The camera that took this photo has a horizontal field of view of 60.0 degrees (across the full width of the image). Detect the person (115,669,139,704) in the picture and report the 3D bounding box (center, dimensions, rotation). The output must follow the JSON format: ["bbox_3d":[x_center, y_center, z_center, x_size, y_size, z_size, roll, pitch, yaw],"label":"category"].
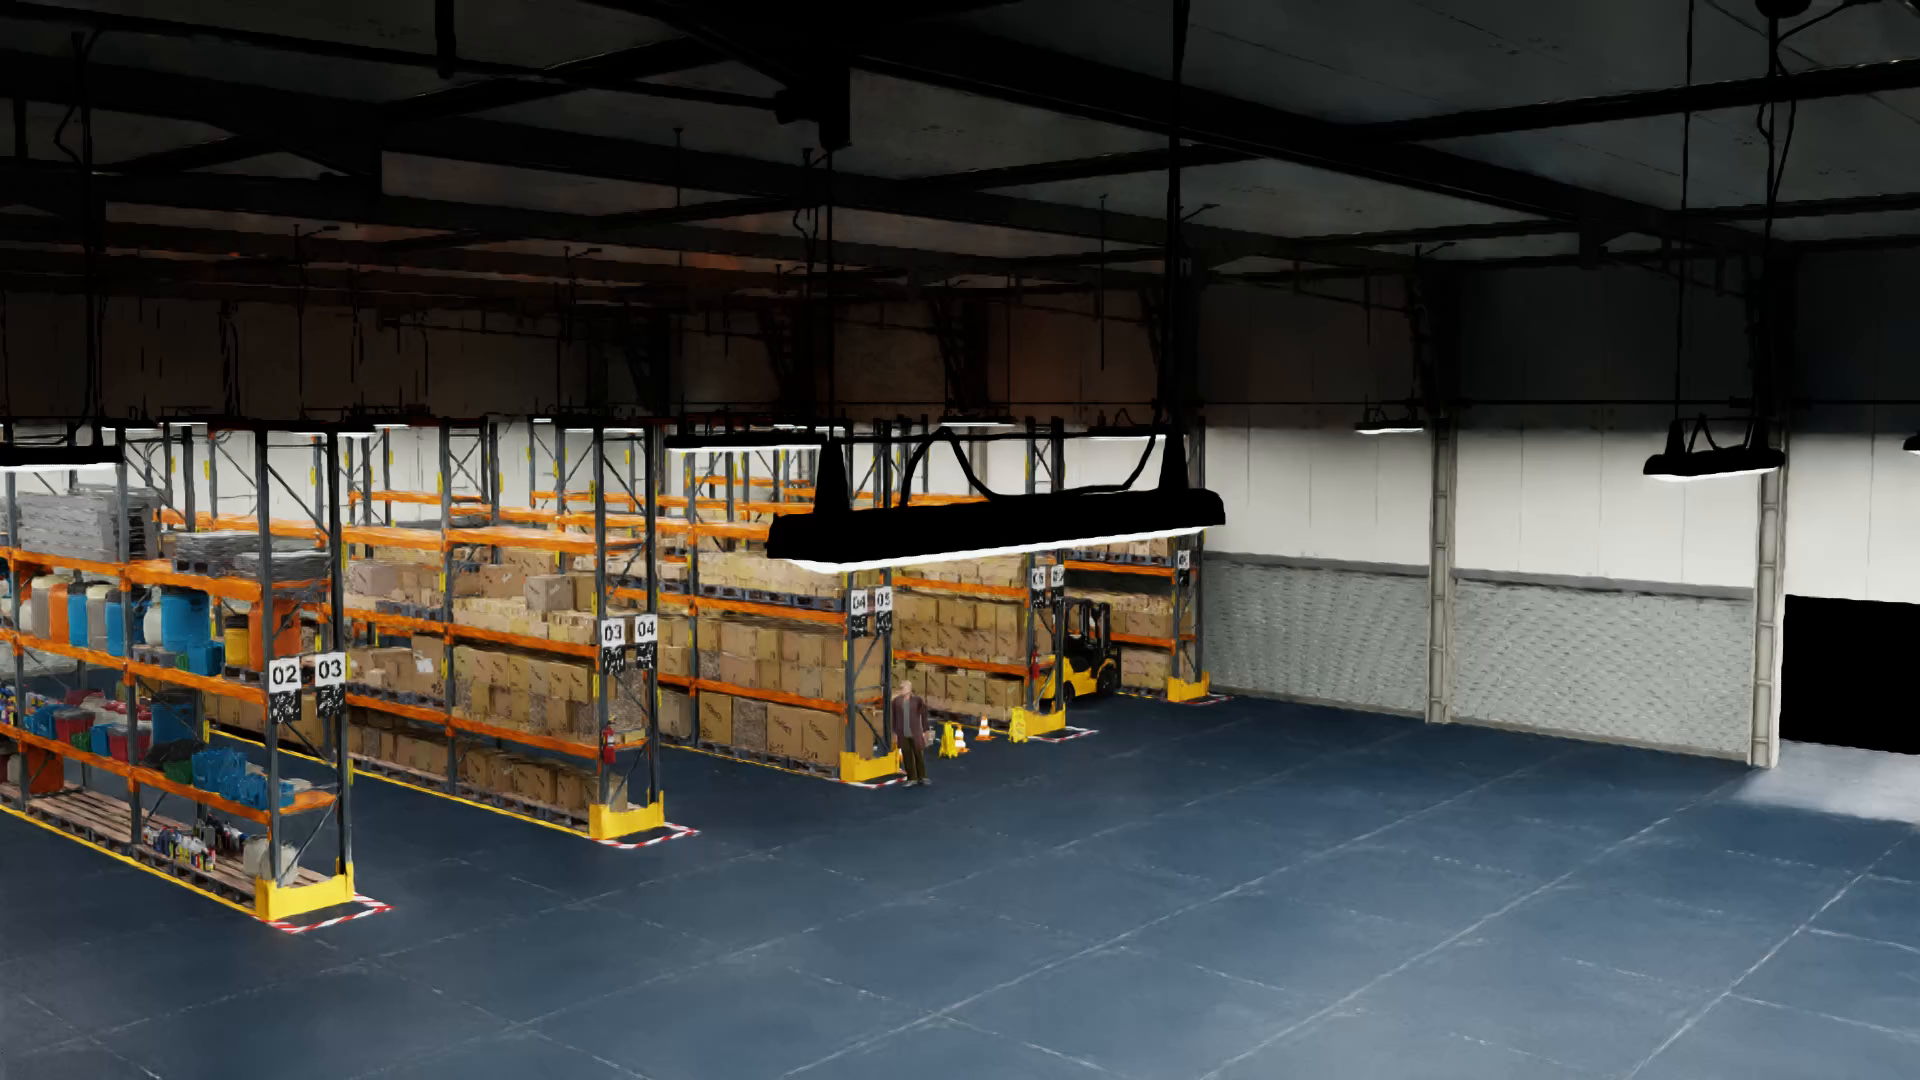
[{"bbox_3d":[-14.666,3.035,29.420,0.540,1.678,0.454,2,5,18],"label":"person"}]

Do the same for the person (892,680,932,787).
[{"bbox_3d":[-0.788,3.173,27.411,0.679,1.770,0.475,1,5,9],"label":"person"}]
